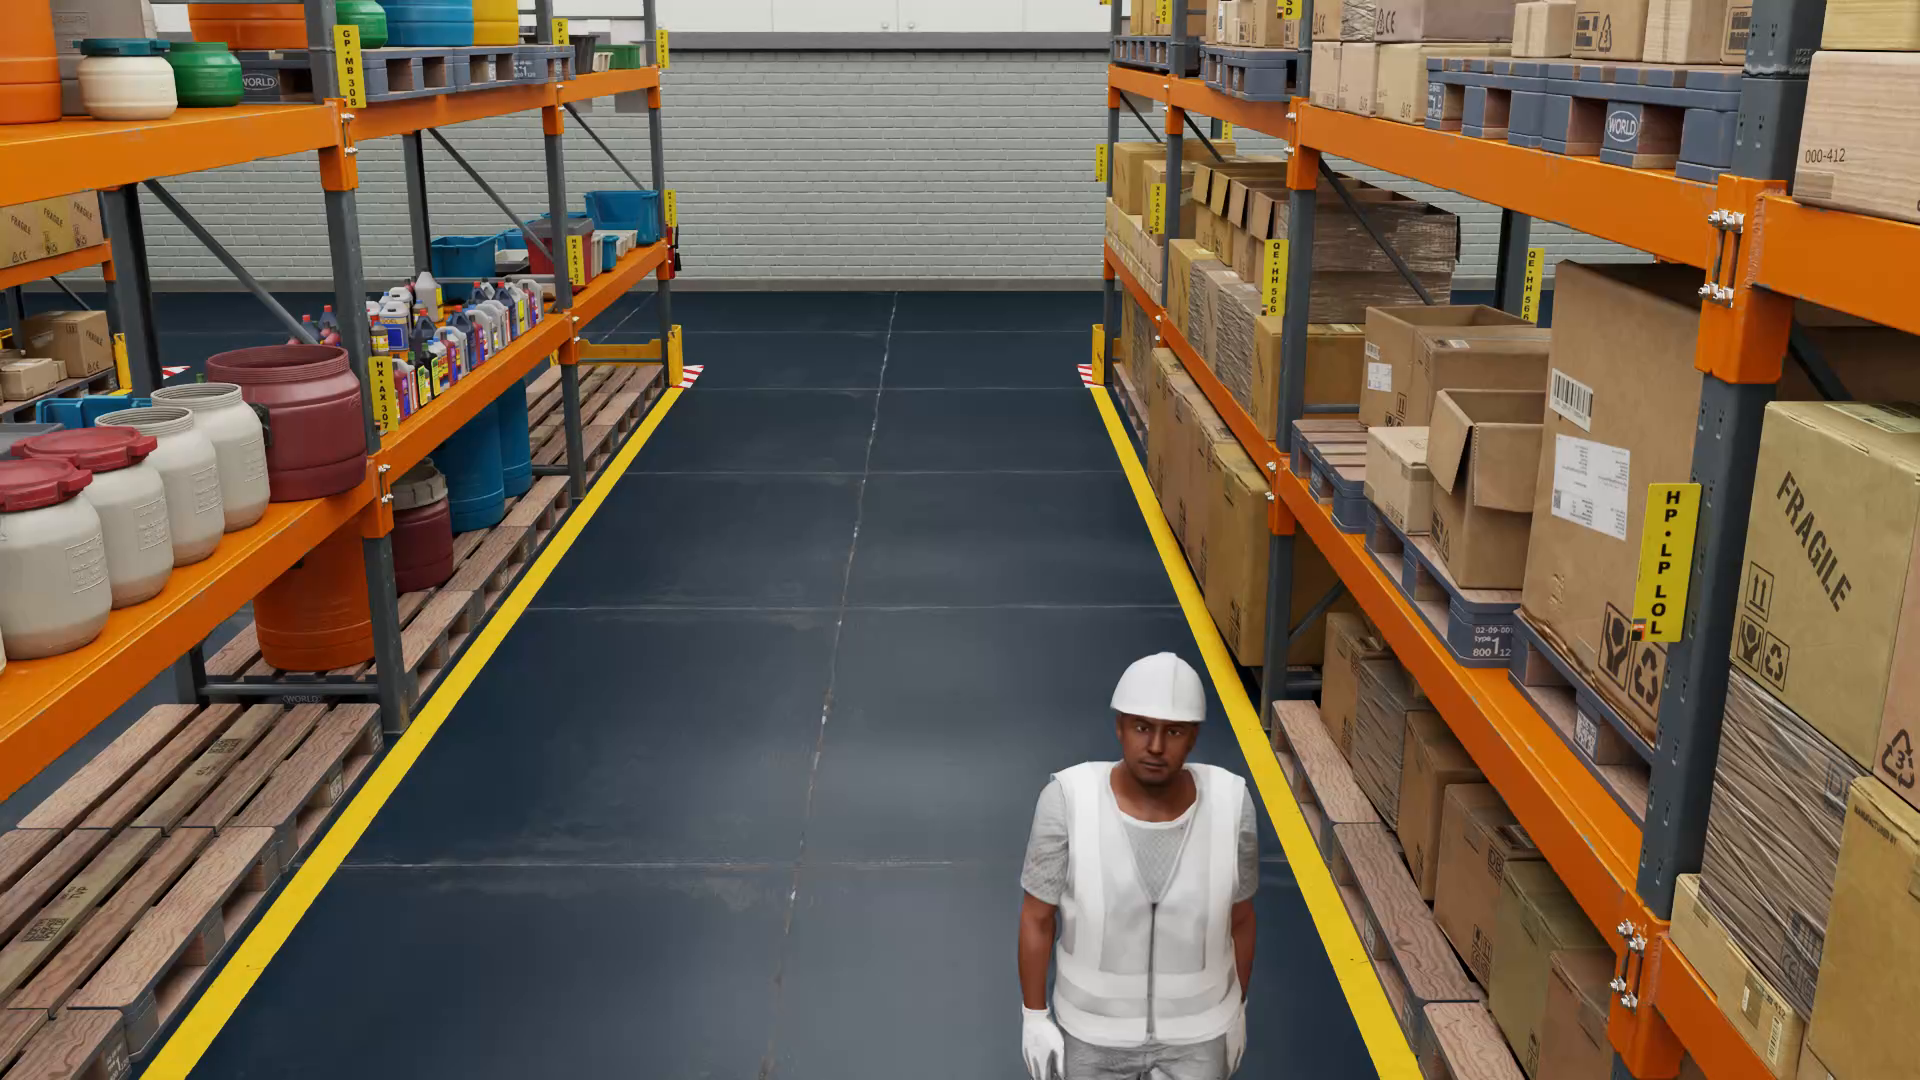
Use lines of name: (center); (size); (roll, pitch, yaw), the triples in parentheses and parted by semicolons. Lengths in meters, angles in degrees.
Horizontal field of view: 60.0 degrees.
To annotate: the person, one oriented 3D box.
person: (0.409, 1.089, 3.893); (0.553, 1.766, 0.756); (0, 17, 1)
